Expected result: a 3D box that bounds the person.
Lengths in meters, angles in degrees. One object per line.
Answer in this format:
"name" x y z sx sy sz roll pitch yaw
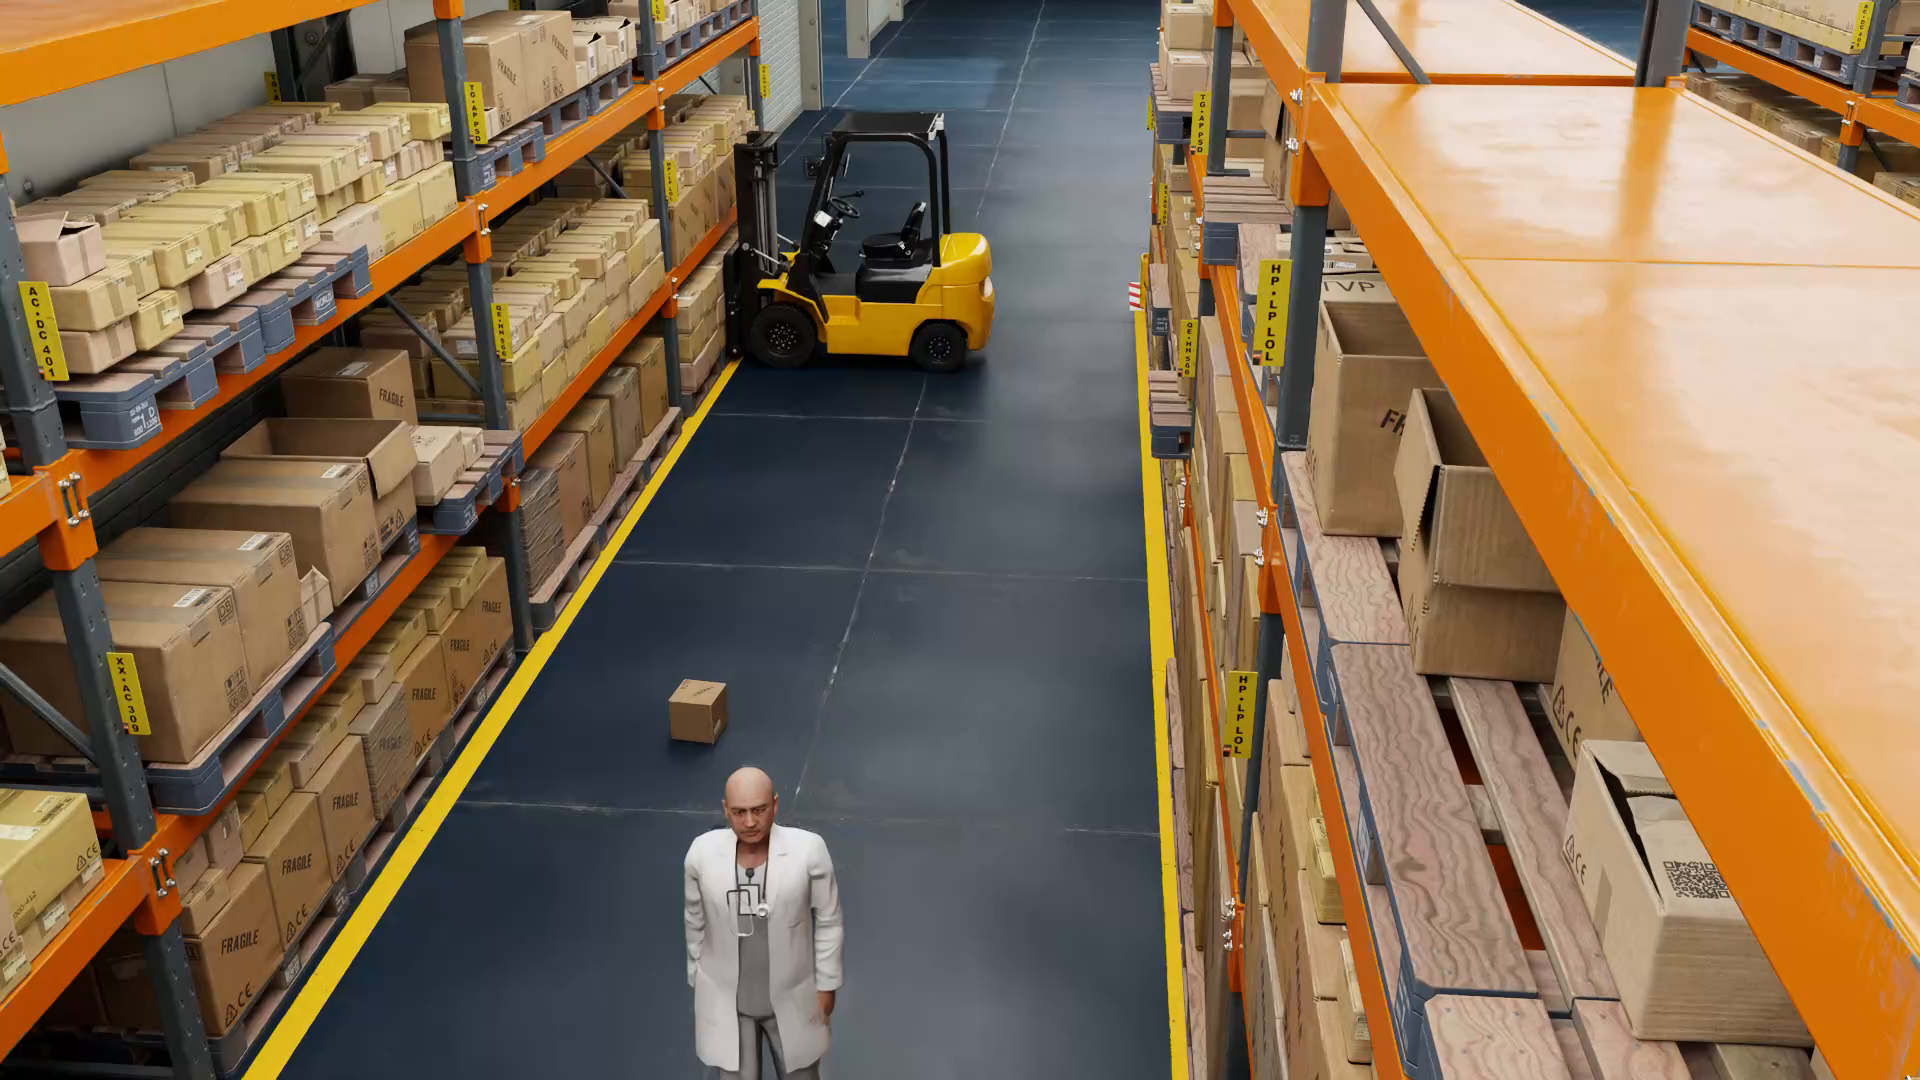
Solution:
"person" -0.705 1.591 6.049 0.580 1.750 0.820 0 24 0
